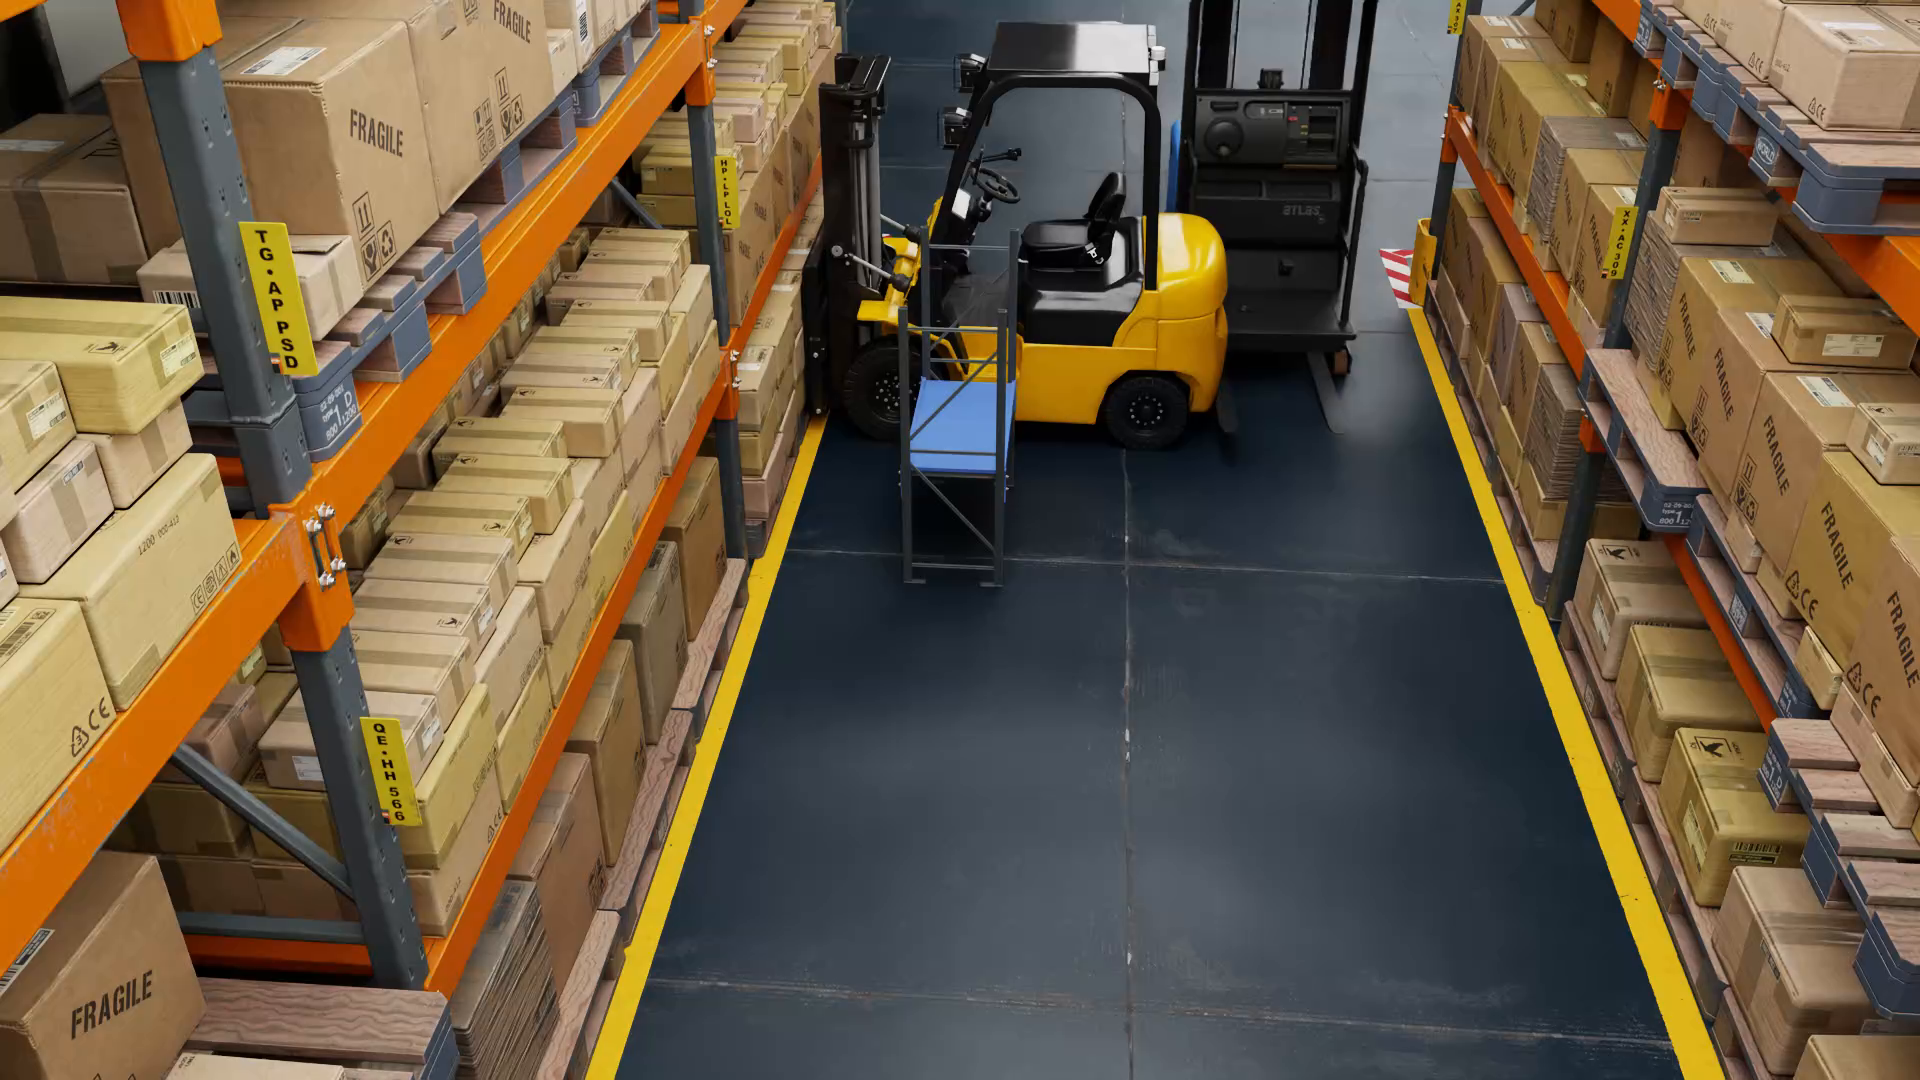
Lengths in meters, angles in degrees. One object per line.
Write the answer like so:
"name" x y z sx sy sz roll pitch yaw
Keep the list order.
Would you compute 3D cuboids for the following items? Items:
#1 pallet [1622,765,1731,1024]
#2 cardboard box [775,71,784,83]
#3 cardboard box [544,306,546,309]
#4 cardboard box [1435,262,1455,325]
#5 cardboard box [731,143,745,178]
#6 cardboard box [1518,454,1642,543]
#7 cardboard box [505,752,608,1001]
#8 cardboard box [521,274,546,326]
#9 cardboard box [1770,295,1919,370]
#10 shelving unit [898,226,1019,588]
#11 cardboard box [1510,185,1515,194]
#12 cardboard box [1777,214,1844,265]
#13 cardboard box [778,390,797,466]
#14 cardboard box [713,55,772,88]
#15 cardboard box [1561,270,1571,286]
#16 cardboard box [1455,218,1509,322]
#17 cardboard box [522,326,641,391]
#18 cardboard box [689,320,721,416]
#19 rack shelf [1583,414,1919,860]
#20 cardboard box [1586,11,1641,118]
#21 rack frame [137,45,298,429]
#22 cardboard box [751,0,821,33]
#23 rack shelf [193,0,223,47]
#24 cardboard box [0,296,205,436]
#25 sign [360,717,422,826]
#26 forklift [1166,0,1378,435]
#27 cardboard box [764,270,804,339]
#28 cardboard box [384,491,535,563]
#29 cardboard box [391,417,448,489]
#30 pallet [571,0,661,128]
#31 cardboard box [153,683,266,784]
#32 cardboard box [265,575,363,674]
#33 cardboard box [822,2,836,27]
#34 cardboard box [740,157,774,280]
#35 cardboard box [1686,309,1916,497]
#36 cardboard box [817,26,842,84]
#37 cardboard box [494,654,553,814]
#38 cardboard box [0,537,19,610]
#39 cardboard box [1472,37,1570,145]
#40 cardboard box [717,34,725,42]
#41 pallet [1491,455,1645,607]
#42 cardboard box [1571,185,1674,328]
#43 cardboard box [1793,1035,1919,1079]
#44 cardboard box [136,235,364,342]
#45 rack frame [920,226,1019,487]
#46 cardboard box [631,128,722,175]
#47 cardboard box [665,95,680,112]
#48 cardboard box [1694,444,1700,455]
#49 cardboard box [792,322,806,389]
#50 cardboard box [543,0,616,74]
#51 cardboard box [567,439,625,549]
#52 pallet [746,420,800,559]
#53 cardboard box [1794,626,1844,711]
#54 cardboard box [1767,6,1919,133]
"pallet" 3.215 1.348 6.361 1.003 0.211 1.213 2 32 4
"cardboard box" -1.187 -2.515 9.258 0.380 0.149 0.250 2 32 4
"cardboard box" -1.871 -0.991 7.165 0.500 0.250 0.500 2 32 3
"cardboard box" 3.358 -1.576 10.668 0.500 0.250 0.500 2 32 4
"cardboard box" -1.273 -1.843 8.168 0.380 0.149 0.250 2 32 4
"cardboard box" 3.154 -0.215 8.460 0.500 0.250 0.500 4 32 6
"cardboard box" -1.790 1.160 5.871 0.875 0.625 0.625 3 32 6
"cardboard box" -1.911 -0.971 6.754 0.380 0.149 0.250 2 32 4
"cardboard box" 2.997 -0.707 5.640 0.380 0.149 0.250 4 32 7
"shelving unit" 0.007 -0.683 8.429 0.538 1.500 1.048 2 32 4
"cardboard box" 3.341 -2.026 9.417 0.380 0.149 0.250 3 32 6
"cardboard box" 3.565 -0.982 6.706 0.500 0.500 0.500 2 32 3
"cardboard box" -1.178 -0.609 9.100 0.500 0.250 0.500 2 32 3
"cardboard box" -1.224 -2.503 8.956 0.380 0.149 0.250 3 32 4
"cardboard box" 3.243 -1.353 8.326 0.380 0.149 0.250 2 32 3
"cardboard box" 3.319 -1.609 10.007 0.500 0.500 0.500 1 32 2
"cardboard box" -1.429 -0.688 6.293 0.380 0.149 0.250 2 32 3
"cardboard box" -1.354 -0.757 7.263 0.500 0.250 0.500 3 32 5
"rack shelf" 3.211 0.466 5.820 1.077 0.370 4.000 2 32 4
"cardboard box" 3.709 -2.506 8.625 0.700 0.500 0.500 2 32 4
"rack frame" -1.899 -1.558 2.701 1.000 3.000 0.127 2 32 4
"cardboard box" -1.051 -3.168 10.035 0.380 0.149 0.250 3 32 5
"rack shelf" -1.737 -2.128 4.692 1.077 0.370 4.000 2 32 4
"cardboard box" -1.633 -0.321 3.033 0.380 0.149 0.250 3 32 6
"sign" -1.358 0.555 3.963 0.100 0.325 0.005 2 32 4
"forklift" 1.890 -2.452 9.935 1.130 2.935 3.031 1 32 2
"cardboard box" -1.141 -1.297 9.263 0.500 0.250 0.500 3 32 6
"cardboard box" -1.565 -0.022 5.213 0.380 0.149 0.250 3 32 5
"cardboard box" -1.969 -0.305 5.673 0.380 0.149 0.250 3 32 5
"pallet" -1.633 -1.830 6.183 0.805 0.209 1.217 1 32 2
"cardboard box" -2.075 0.498 4.369 0.380 0.149 0.250 3 32 6
"cardboard box" -2.100 0.332 5.018 0.500 0.250 0.500 3 32 4
"cardboard box" -0.997 -3.313 10.553 0.380 0.149 0.250 3 32 5
"cardboard box" -1.252 -1.632 8.445 0.500 0.500 0.500 3 32 5
"cardboard box" 2.956 -0.481 5.892 0.500 0.500 0.500 2 32 4
"cardboard box" -1.026 -2.962 10.601 0.500 0.500 0.500 2 32 3
"cardboard box" -1.574 0.575 5.101 0.500 0.250 0.500 2 32 3
"cardboard box" -1.776 0.079 2.666 0.380 0.149 0.250 3 32 5
"cardboard box" 3.345 -2.640 9.796 0.500 0.500 0.500 3 32 5
"cardboard box" -1.582 -2.925 9.640 0.380 0.149 0.250 3 32 6
"pallet" 3.393 -0.051 8.632 1.003 0.211 1.213 2 32 4
"cardboard box" 3.162 -1.298 7.618 0.500 0.500 0.500 2 32 3
"cardboard box" 3.104 1.851 4.992 0.950 0.372 0.625 0 32 1
"cardboard box" -1.568 -0.573 3.688 0.380 0.166 0.250 2 32 4
"rack frame" 0.048 -0.949 8.860 0.500 1.500 0.032 2 32 4
"cardboard box" -1.338 -1.837 7.874 0.380 0.149 0.250 3 32 5
"cardboard box" -1.703 -2.269 8.859 0.380 0.149 0.250 2 32 3
"cardboard box" 3.038 -0.401 6.380 0.380 0.149 0.250 4 32 7
"cardboard box" -1.135 -1.083 9.392 0.500 0.250 0.500 2 32 4
"cardboard box" -1.452 -1.766 5.487 0.500 0.311 0.500 1 32 2
"cardboard box" -1.501 -0.178 5.846 0.500 0.250 0.500 3 32 5
"pallet" -1.467 -0.323 9.073 1.003 0.211 1.213 2 32 4
"cardboard box" 2.803 0.400 5.082 0.380 0.149 0.250 3 32 5
"cardboard box" 2.867 -1.460 5.143 0.500 0.250 0.500 2 32 3
